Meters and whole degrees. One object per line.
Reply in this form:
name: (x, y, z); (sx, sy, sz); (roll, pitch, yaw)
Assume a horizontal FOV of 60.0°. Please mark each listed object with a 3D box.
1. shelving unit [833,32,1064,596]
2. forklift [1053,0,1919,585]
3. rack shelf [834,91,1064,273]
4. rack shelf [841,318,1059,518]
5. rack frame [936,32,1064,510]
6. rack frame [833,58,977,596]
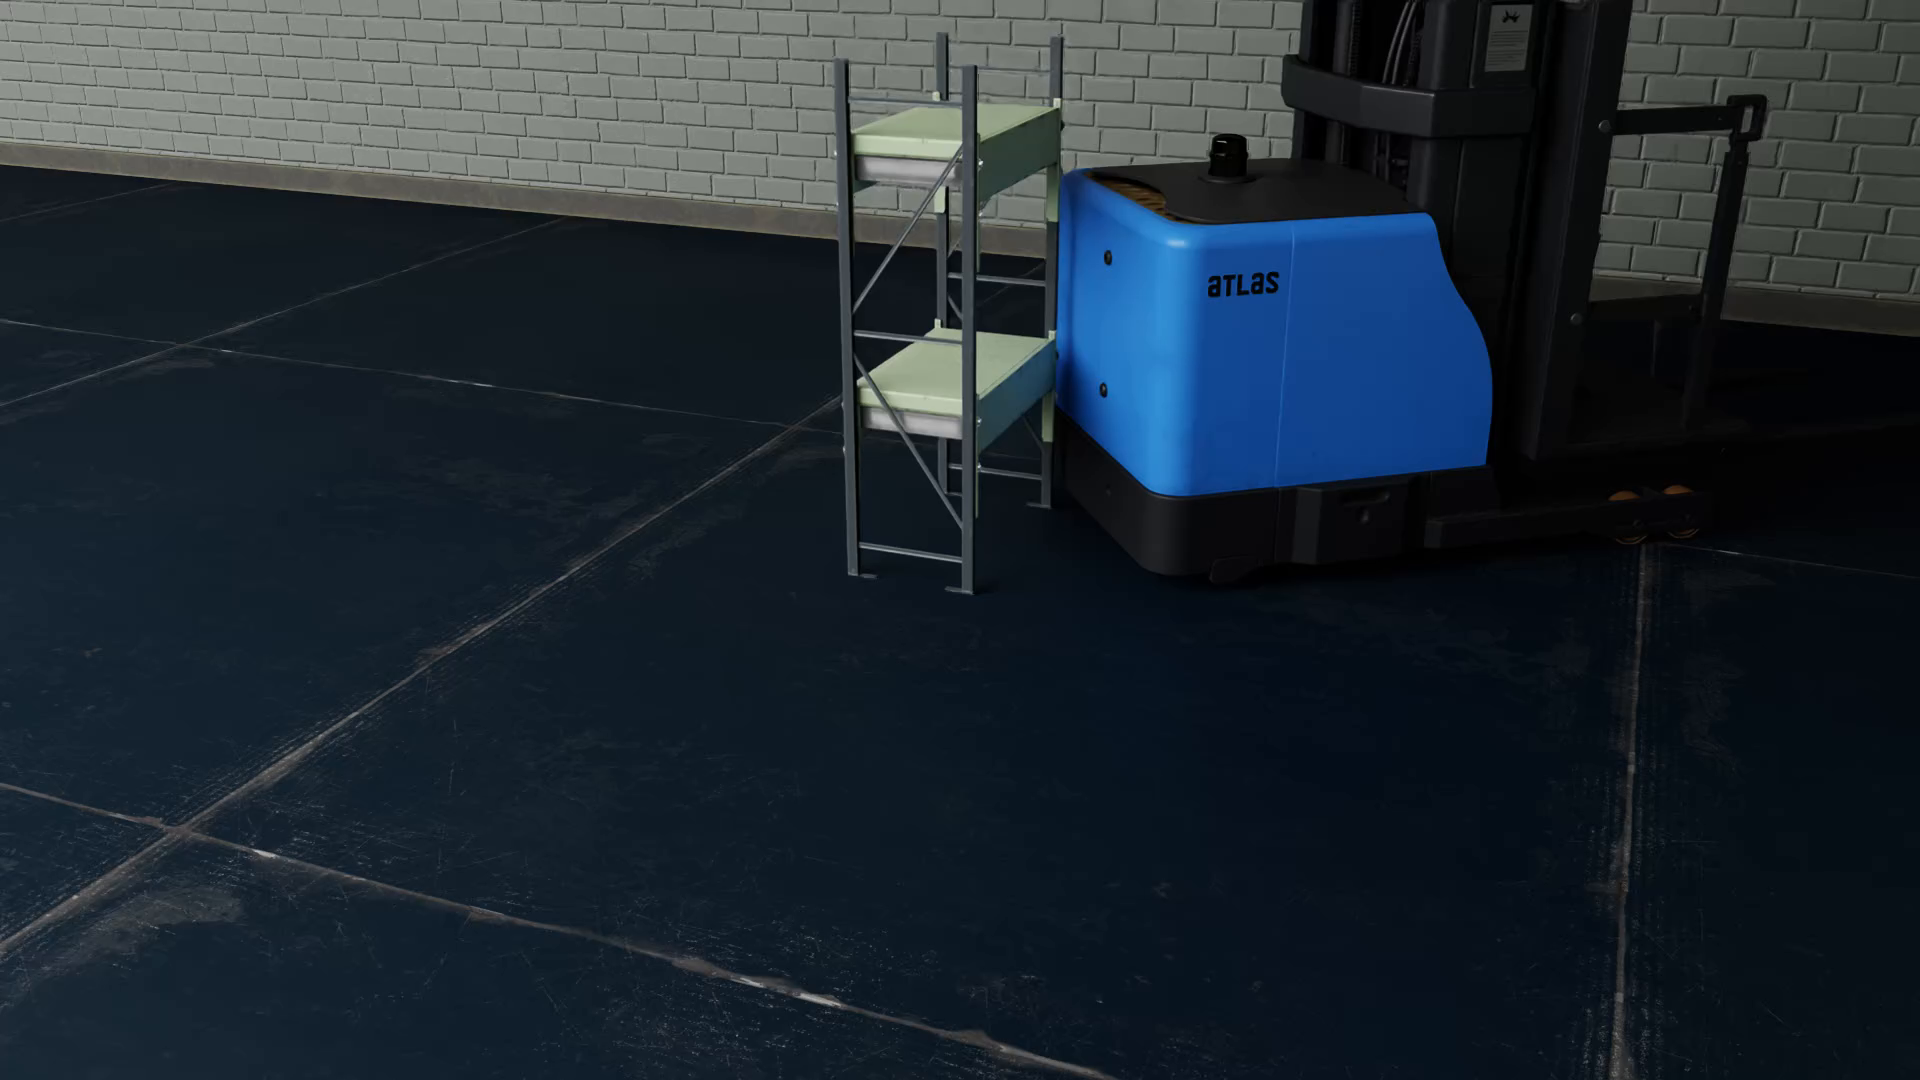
shelving unit: (-0.014, -0.691, 4.960); (0.431, 1.500, 0.755); (8, 24, 19)
forklift: (1.870, -1.525, 5.099); (3.031, 2.935, 1.130); (-6, 23, -15)
rack shelf: (-0.014, -1.052, 4.809); (0.431, 0.370, 0.720); (8, 24, 19)
rack shelf: (-0.014, -0.391, 5.085); (0.431, 0.370, 0.720); (8, 24, 19)
rack frame: (0.117, -0.823, 5.275); (0.400, 1.500, 0.023); (8, 24, 19)
rack frame: (-0.145, -0.560, 4.644); (0.400, 1.500, 0.023); (8, 24, 19)
